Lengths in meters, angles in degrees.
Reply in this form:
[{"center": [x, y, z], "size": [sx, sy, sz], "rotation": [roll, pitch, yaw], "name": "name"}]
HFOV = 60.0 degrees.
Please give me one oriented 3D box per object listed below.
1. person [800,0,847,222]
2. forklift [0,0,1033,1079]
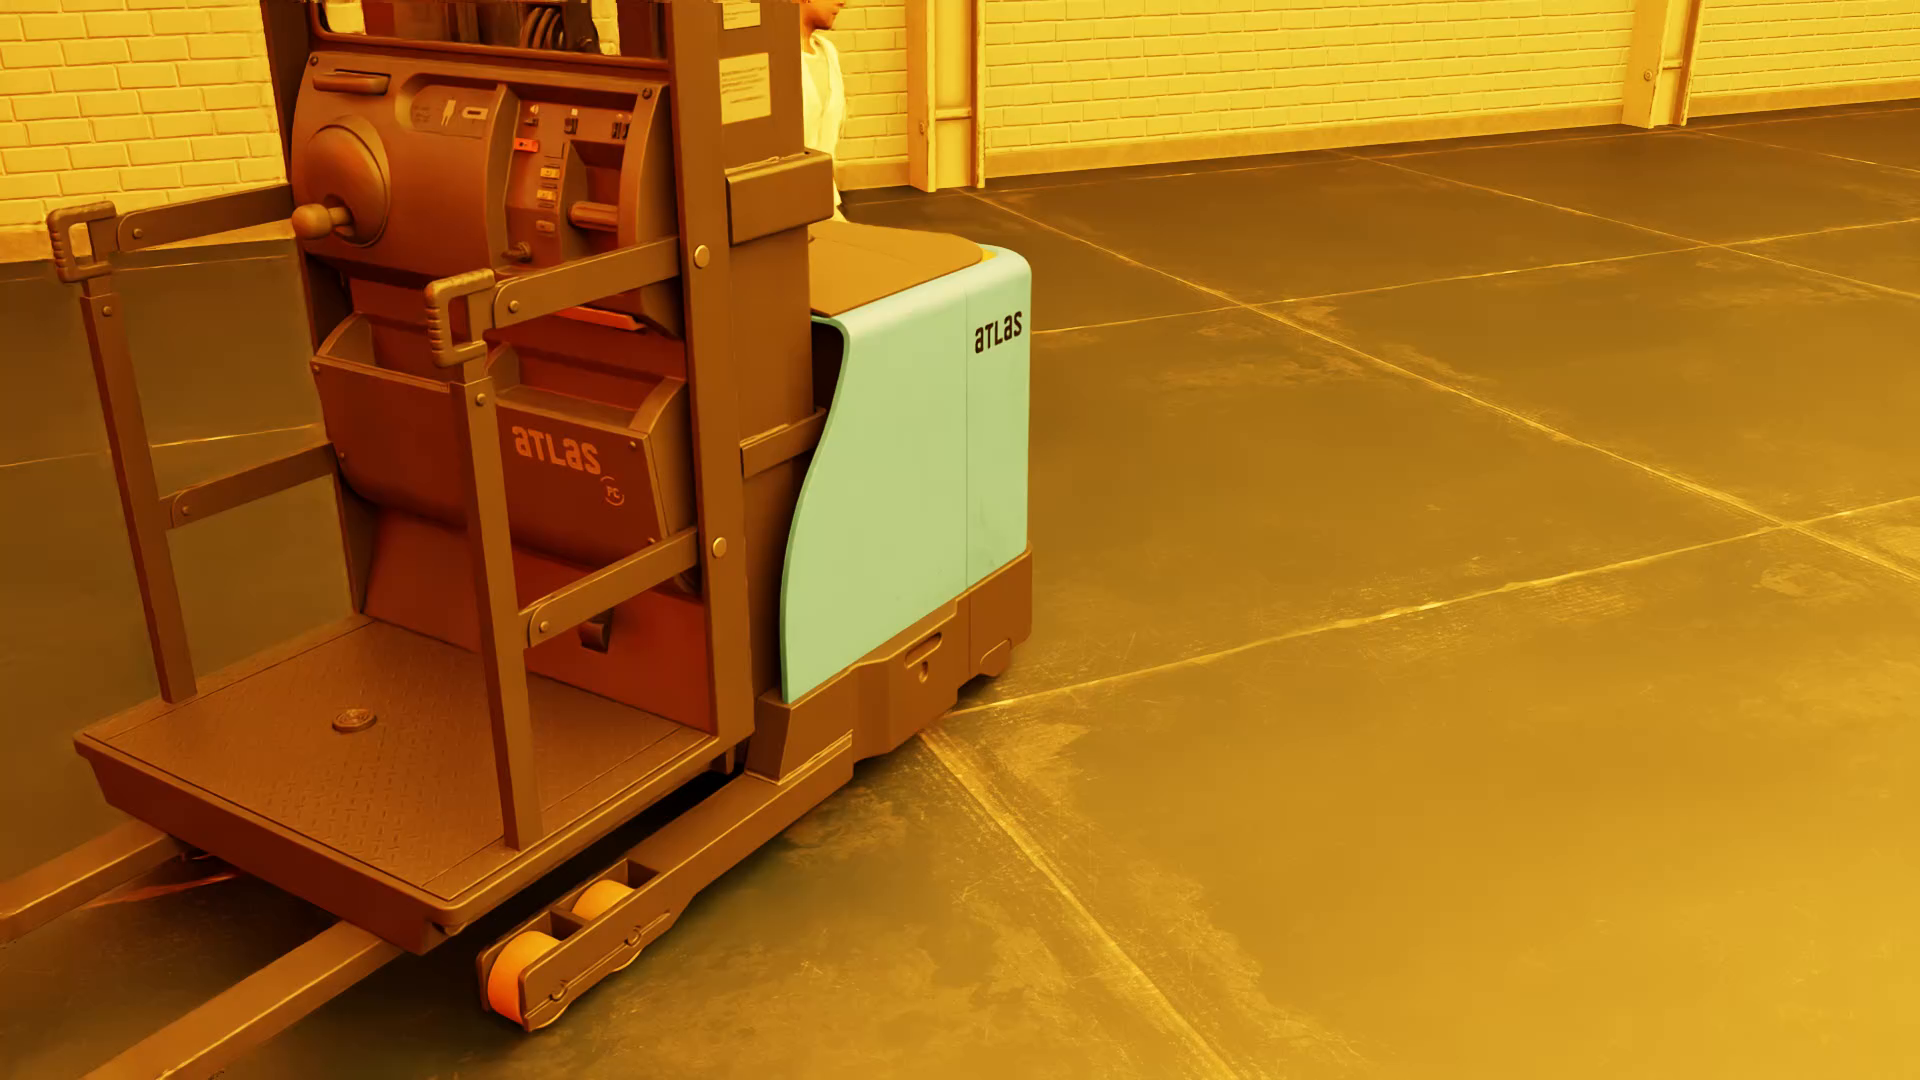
[{"center": [-0.586, -1.057, 5.441], "size": [0.464, 1.747, 0.902], "rotation": [12, 25, 26], "name": "person"}, {"center": [-1.033, -0.682, 2.929], "size": [1.130, 2.935, 3.031], "rotation": [14, 26, 30], "name": "forklift"}]
